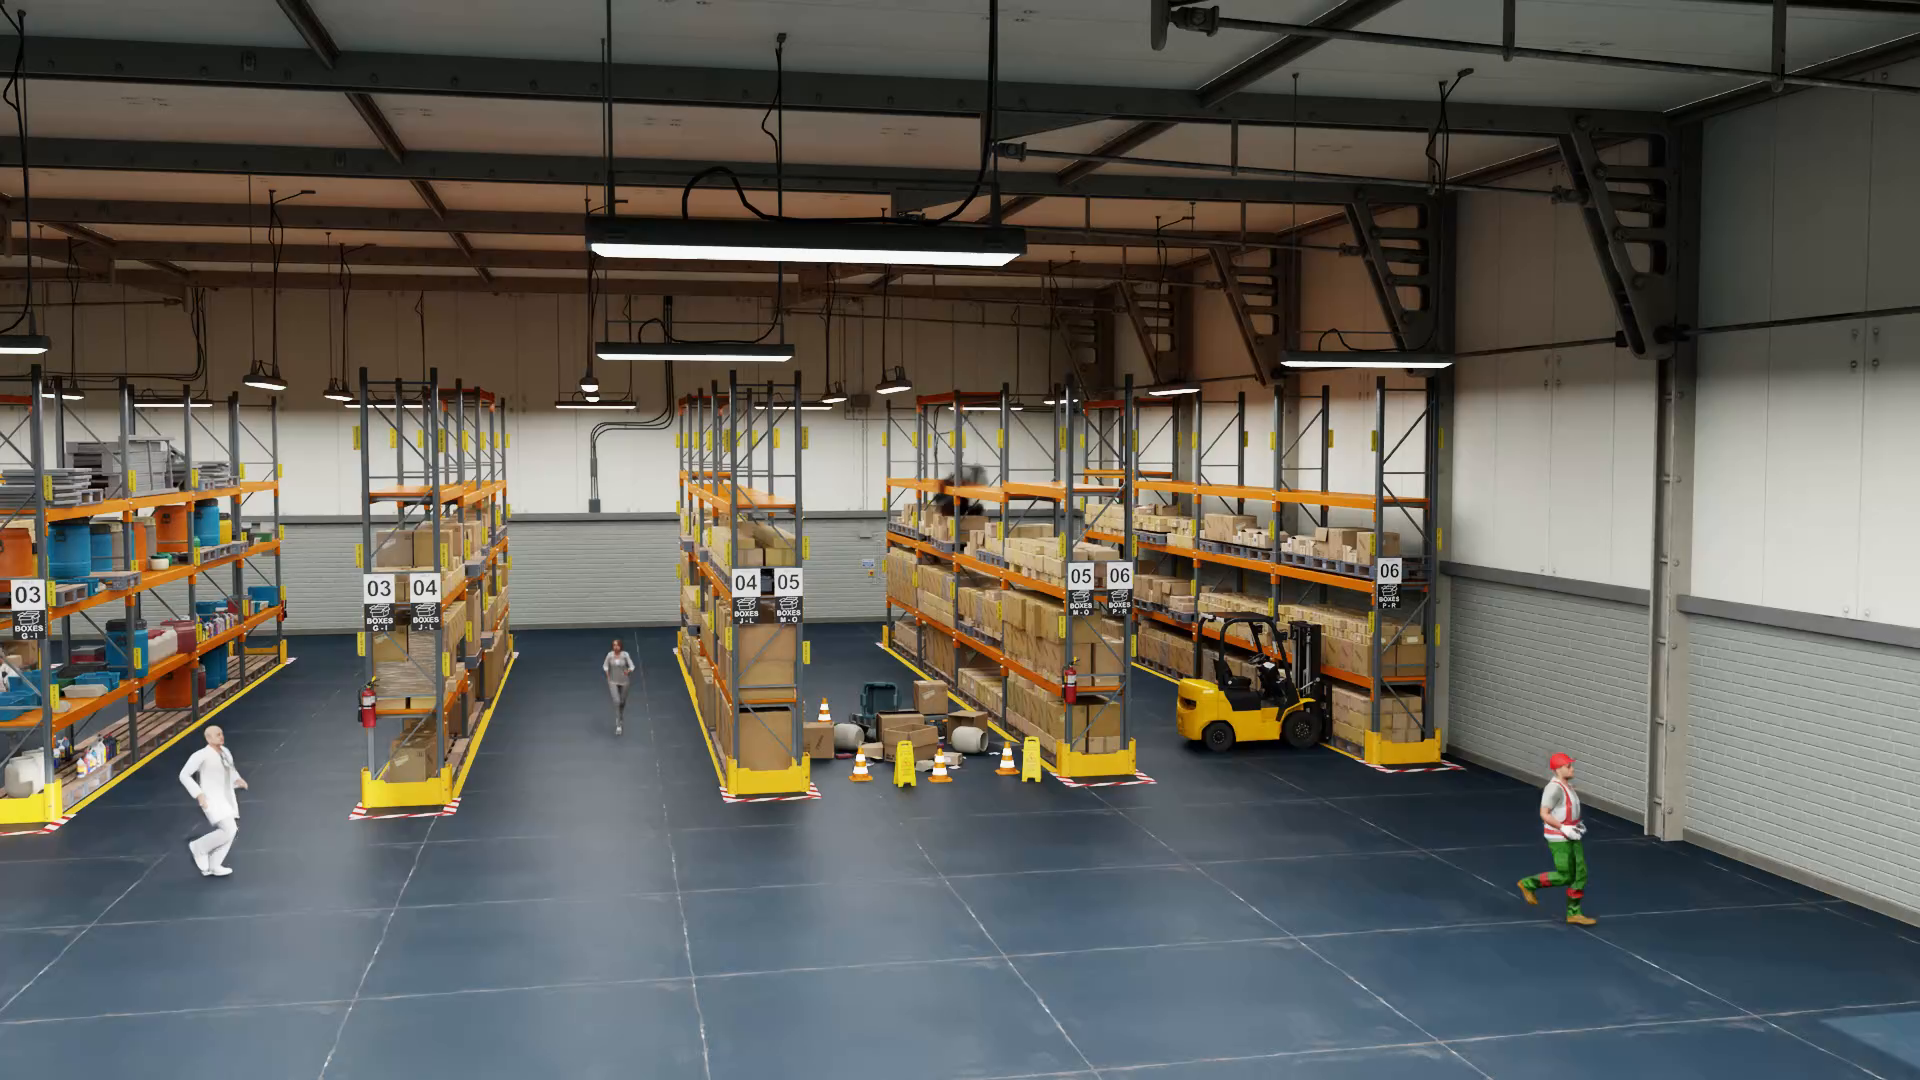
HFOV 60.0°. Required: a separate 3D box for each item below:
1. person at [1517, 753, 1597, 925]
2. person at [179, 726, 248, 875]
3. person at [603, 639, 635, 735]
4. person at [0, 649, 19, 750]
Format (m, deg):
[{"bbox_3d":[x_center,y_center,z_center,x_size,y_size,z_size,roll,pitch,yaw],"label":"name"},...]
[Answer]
[{"bbox_3d":[6.237,3.089,17.296,0.806,1.757,0.674,3,4,38],"label":"person"},{"bbox_3d":[-8.489,2.995,19.080,0.628,1.731,0.700,1,3,13],"label":"person"},{"bbox_3d":[-5.884,2.501,28.705,0.528,1.604,0.802,-1,4,-14],"label":"person"},{"bbox_3d":[-15.192,2.565,26.276,0.672,1.741,0.779,-1,3,-12],"label":"person"}]
